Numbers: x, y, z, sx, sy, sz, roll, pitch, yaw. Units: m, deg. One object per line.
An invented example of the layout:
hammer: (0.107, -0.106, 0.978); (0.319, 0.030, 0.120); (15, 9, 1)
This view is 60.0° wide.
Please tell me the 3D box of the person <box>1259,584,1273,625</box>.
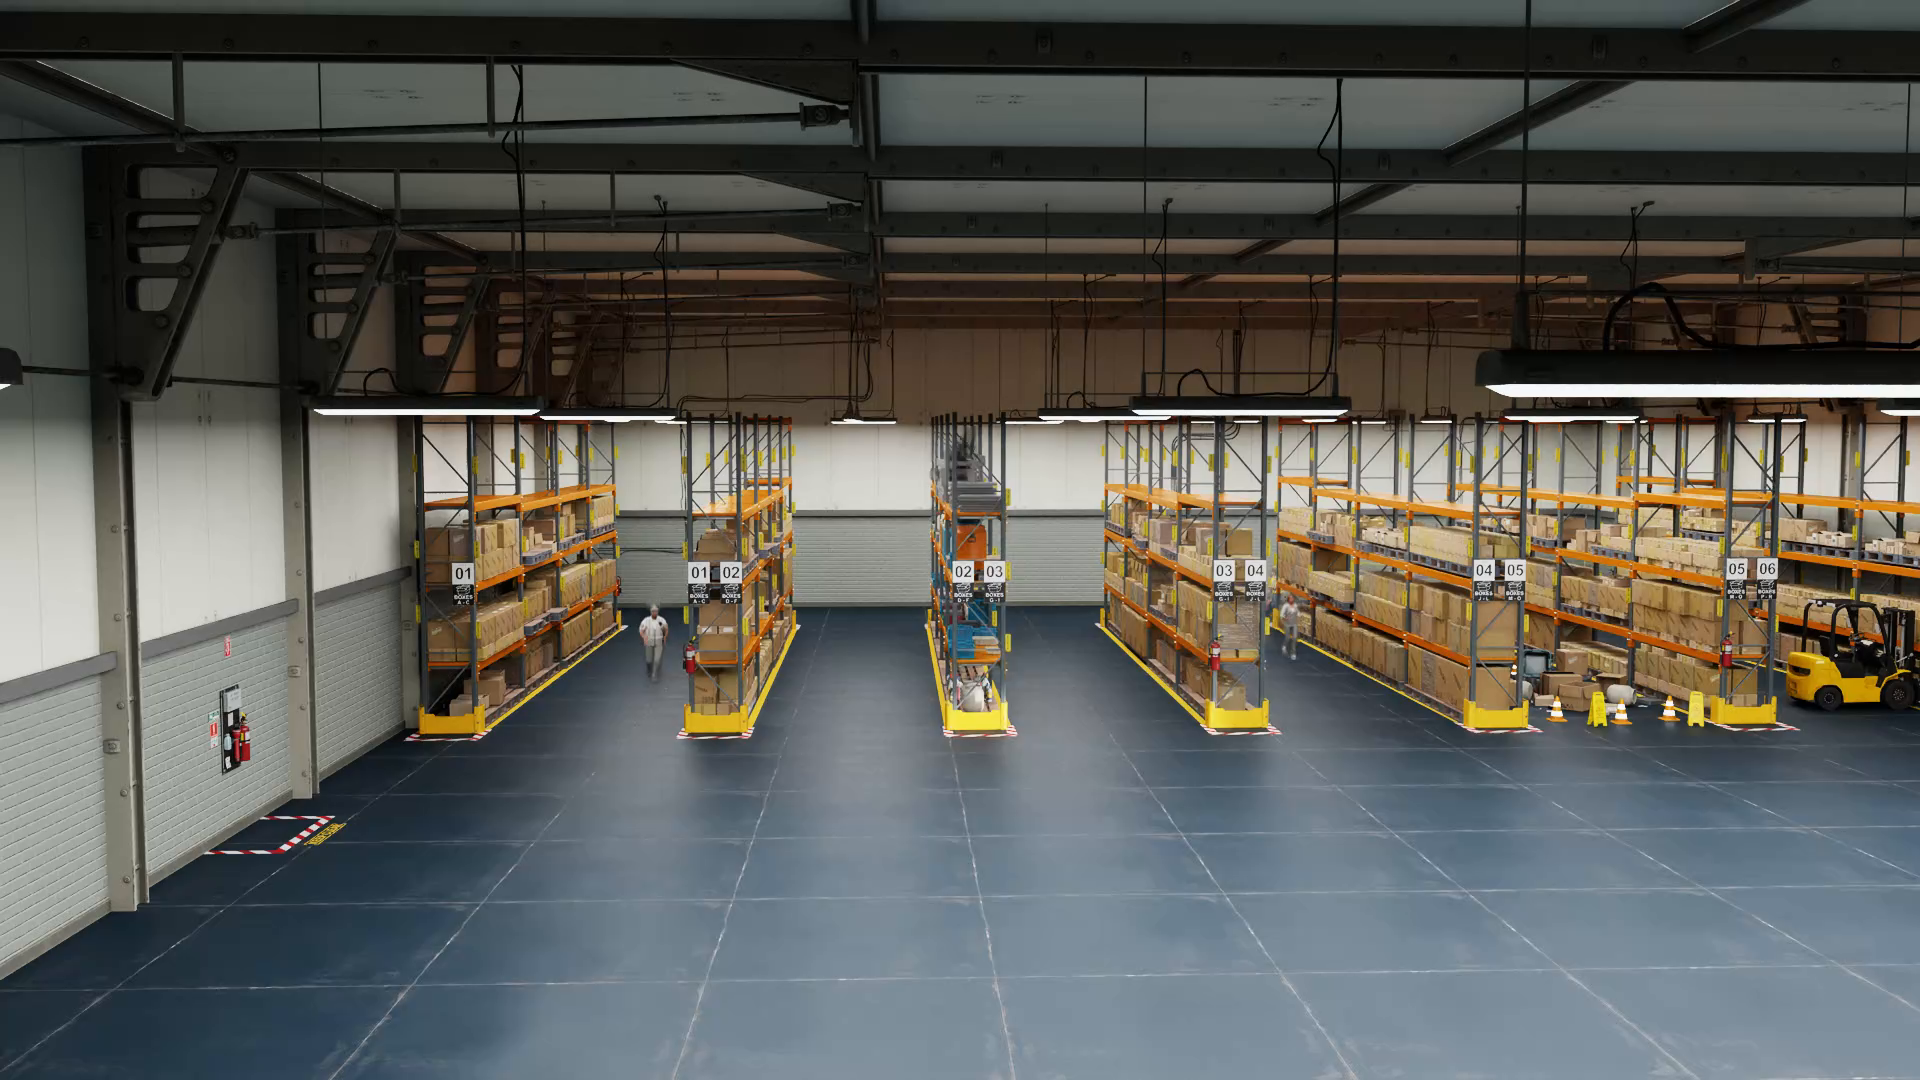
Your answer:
person: (8.130, 1.904, 44.580); (0.507, 1.620, 0.679); (0, 4, -3)

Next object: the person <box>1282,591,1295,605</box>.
person: (9.776, 1.572, 49.017); (0.806, 1.621, 0.653); (1, 4, 9)

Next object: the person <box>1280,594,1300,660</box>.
person: (8.153, 2.129, 41.023); (0.537, 1.587, 0.860); (0, 4, -6)

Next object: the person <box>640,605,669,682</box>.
person: (-6.867, 2.310, 37.367); (0.649, 1.737, 0.595); (-1, 4, -13)

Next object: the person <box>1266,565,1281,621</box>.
person: (9.199, 1.542, 48.757); (0.604, 1.734, 0.702); (-2, 4, -22)
